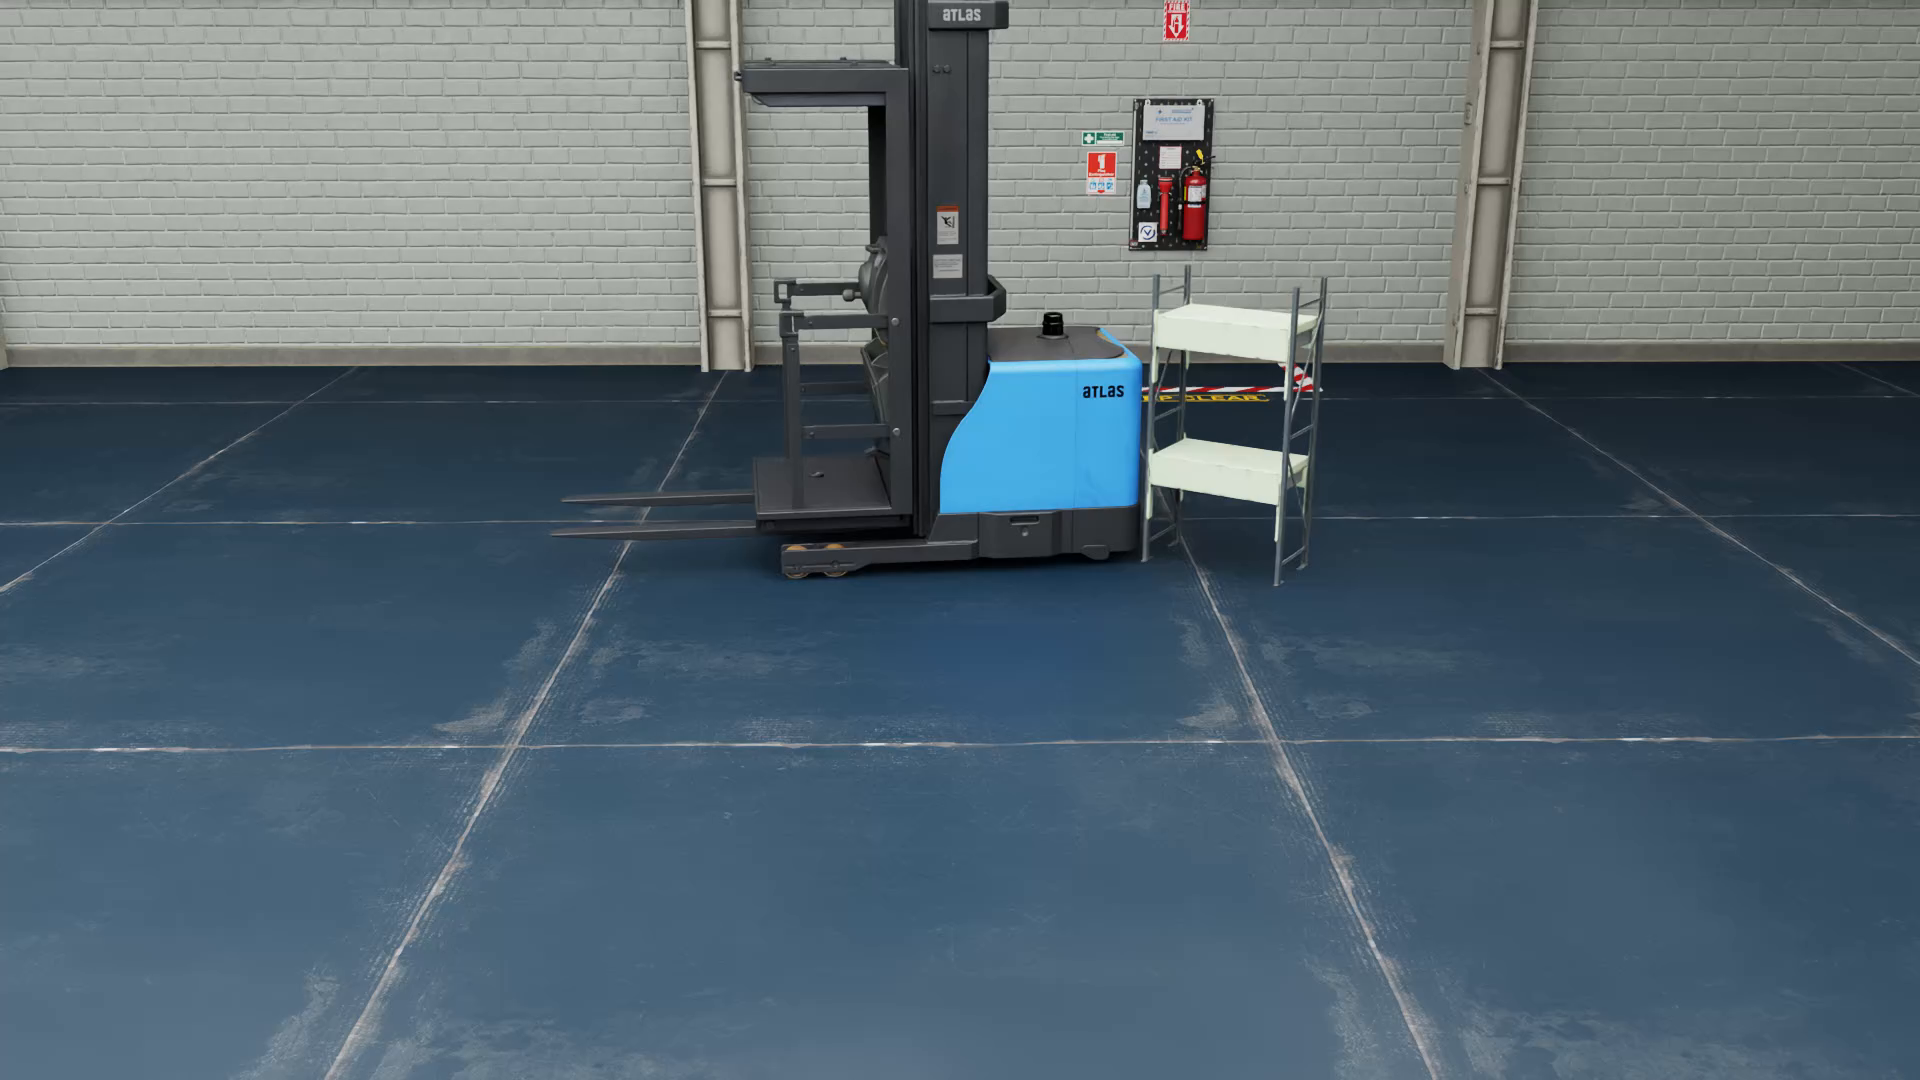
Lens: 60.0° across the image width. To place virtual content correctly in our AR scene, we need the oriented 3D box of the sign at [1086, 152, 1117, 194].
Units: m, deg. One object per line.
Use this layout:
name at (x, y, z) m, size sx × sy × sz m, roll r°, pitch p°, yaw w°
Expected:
sign at (1.114, -2.887, 13.079) m, size 0.234 × 0.329 × 0.001 m, roll 0°, pitch 18°, yaw -1°

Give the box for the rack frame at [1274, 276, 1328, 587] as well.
rack frame at (1.689, -0.530, 8.244) m, size 0.023 × 1.500 × 0.400 m, roll 11°, pitch 21°, yaw 31°

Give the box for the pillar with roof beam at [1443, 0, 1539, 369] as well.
pillar with roof beam at (4.208, -4.383, 7.980) m, size 0.400 × 9.000 × 9.100 m, roll 0°, pitch 18°, yaw -1°

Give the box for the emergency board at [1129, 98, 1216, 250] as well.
emergency board at (1.668, -2.841, 12.994) m, size 0.643 × 1.169 × 0.194 m, roll 0°, pitch 18°, yaw -1°

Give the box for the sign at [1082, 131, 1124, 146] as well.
sign at (1.118, -3.137, 12.990) m, size 0.331 × 0.109 × 0.001 m, roll 0°, pitch 18°, yaw -1°

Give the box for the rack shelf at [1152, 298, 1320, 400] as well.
rack shelf at (1.381, -0.962, 8.311) m, size 0.720 × 0.370 × 0.431 m, roll 11°, pitch 21°, yaw 31°

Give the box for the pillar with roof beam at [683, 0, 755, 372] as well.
pillar with roof beam at (-1.792, -4.355, 7.890) m, size 0.400 × 9.000 × 9.100 m, roll 0°, pitch 18°, yaw -1°

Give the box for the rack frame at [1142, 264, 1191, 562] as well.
rack frame at (1.071, -0.652, 8.618) m, size 0.023 × 1.500 × 0.400 m, roll 11°, pitch 21°, yaw 31°

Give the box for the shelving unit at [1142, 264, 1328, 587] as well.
shelving unit at (1.380, -0.591, 8.431) m, size 0.755 × 1.500 × 0.431 m, roll 11°, pitch 21°, yaw 31°

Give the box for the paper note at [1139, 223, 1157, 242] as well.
paper note at (1.490, -2.442, 13.192) m, size 0.142 × 0.148 × 0.016 m, roll 0°, pitch 18°, yaw -1°

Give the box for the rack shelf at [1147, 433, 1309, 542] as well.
rack shelf at (1.379, -0.280, 8.531) m, size 0.720 × 0.370 × 0.431 m, roll 11°, pitch 21°, yaw 31°

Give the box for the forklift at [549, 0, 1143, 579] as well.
forklift at (-0.617, -1.371, 8.522) m, size 3.031 × 2.935 × 1.130 m, roll -2°, pitch 18°, yaw -7°

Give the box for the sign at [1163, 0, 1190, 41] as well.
sign at (1.658, -3.976, 12.735) m, size 0.199 × 0.298 × 0.001 m, roll 0°, pitch 18°, yaw -1°

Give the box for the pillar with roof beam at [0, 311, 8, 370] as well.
pillar with roof beam at (-7.791, -4.326, 7.800) m, size 0.400 × 9.000 × 9.100 m, roll 0°, pitch 18°, yaw -1°
